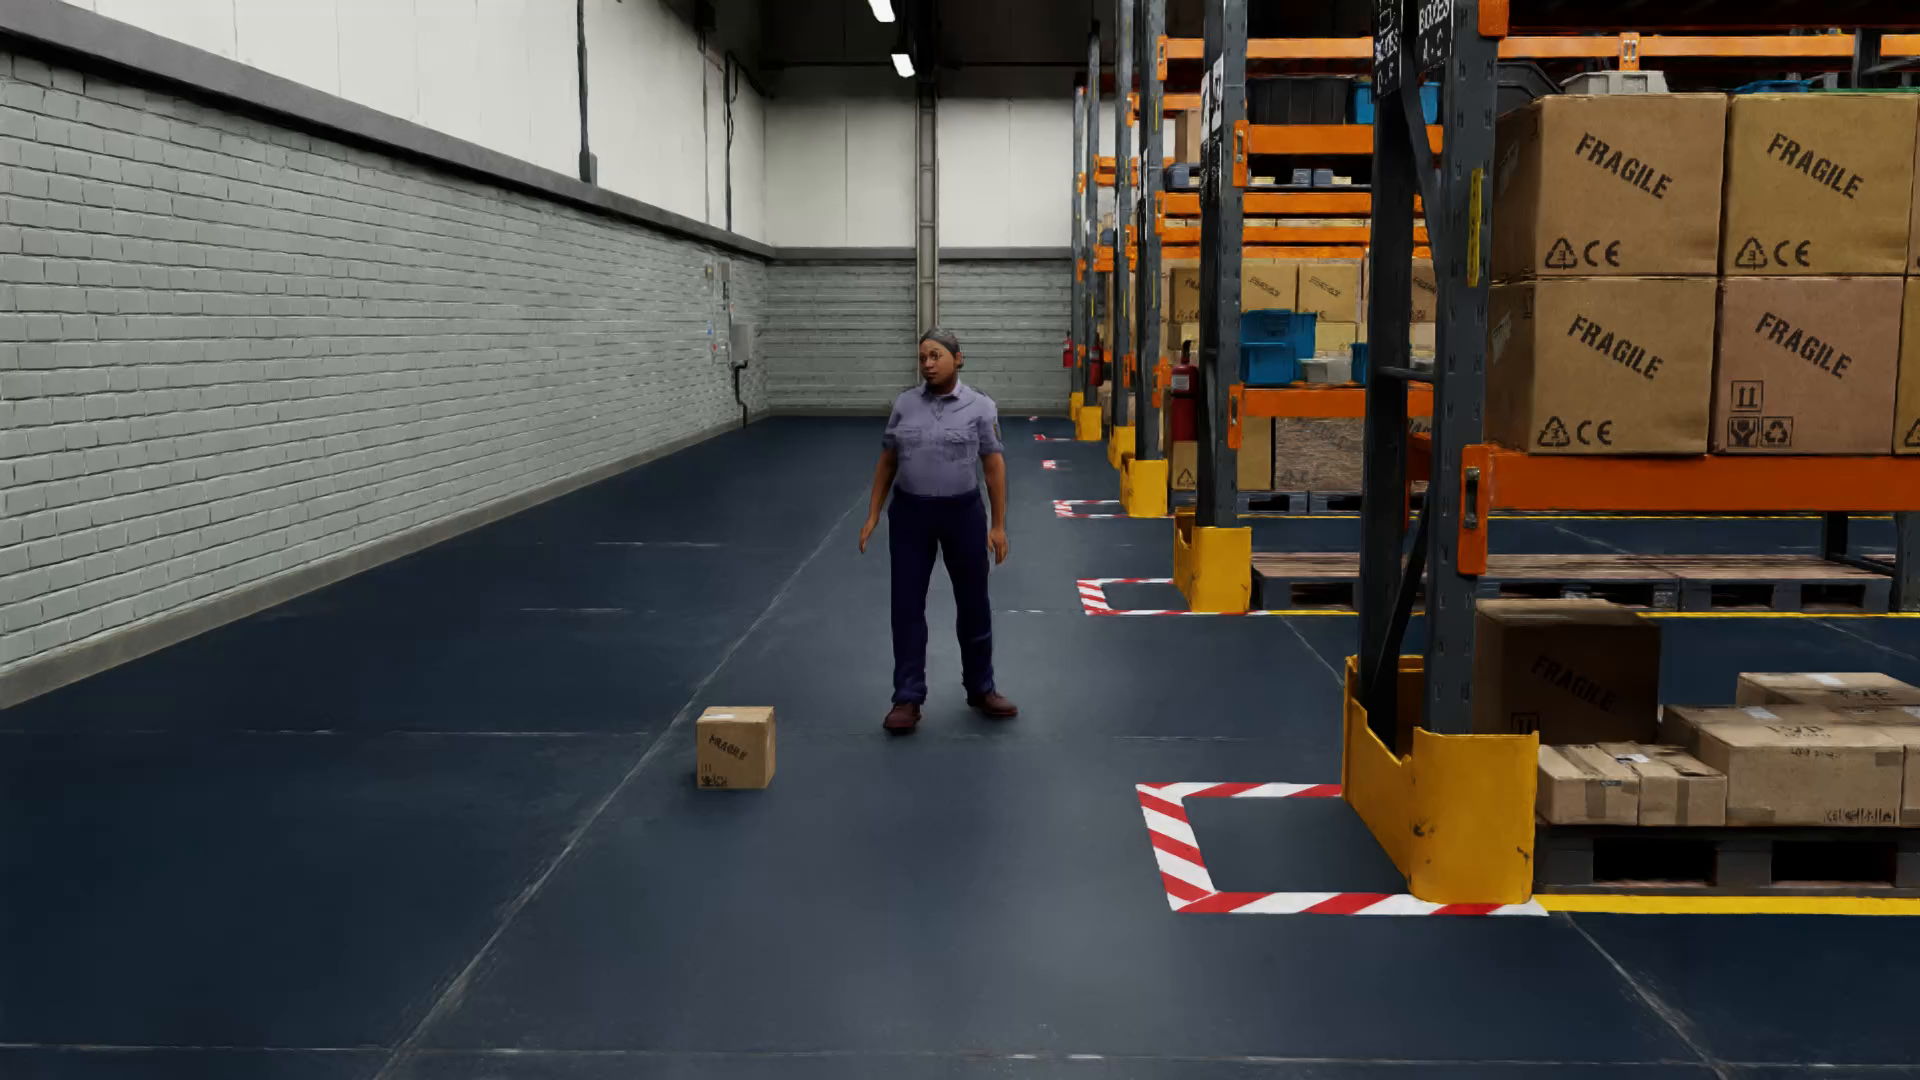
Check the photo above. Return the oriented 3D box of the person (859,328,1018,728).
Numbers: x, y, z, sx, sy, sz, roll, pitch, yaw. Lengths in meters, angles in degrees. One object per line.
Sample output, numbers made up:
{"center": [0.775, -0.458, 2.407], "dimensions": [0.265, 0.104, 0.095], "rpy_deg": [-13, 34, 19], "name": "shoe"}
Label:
{"center": [-0.093, -0.057, 6.917], "dimensions": [0.664, 1.638, 0.566], "rpy_deg": [1, 7, 8], "name": "person"}
